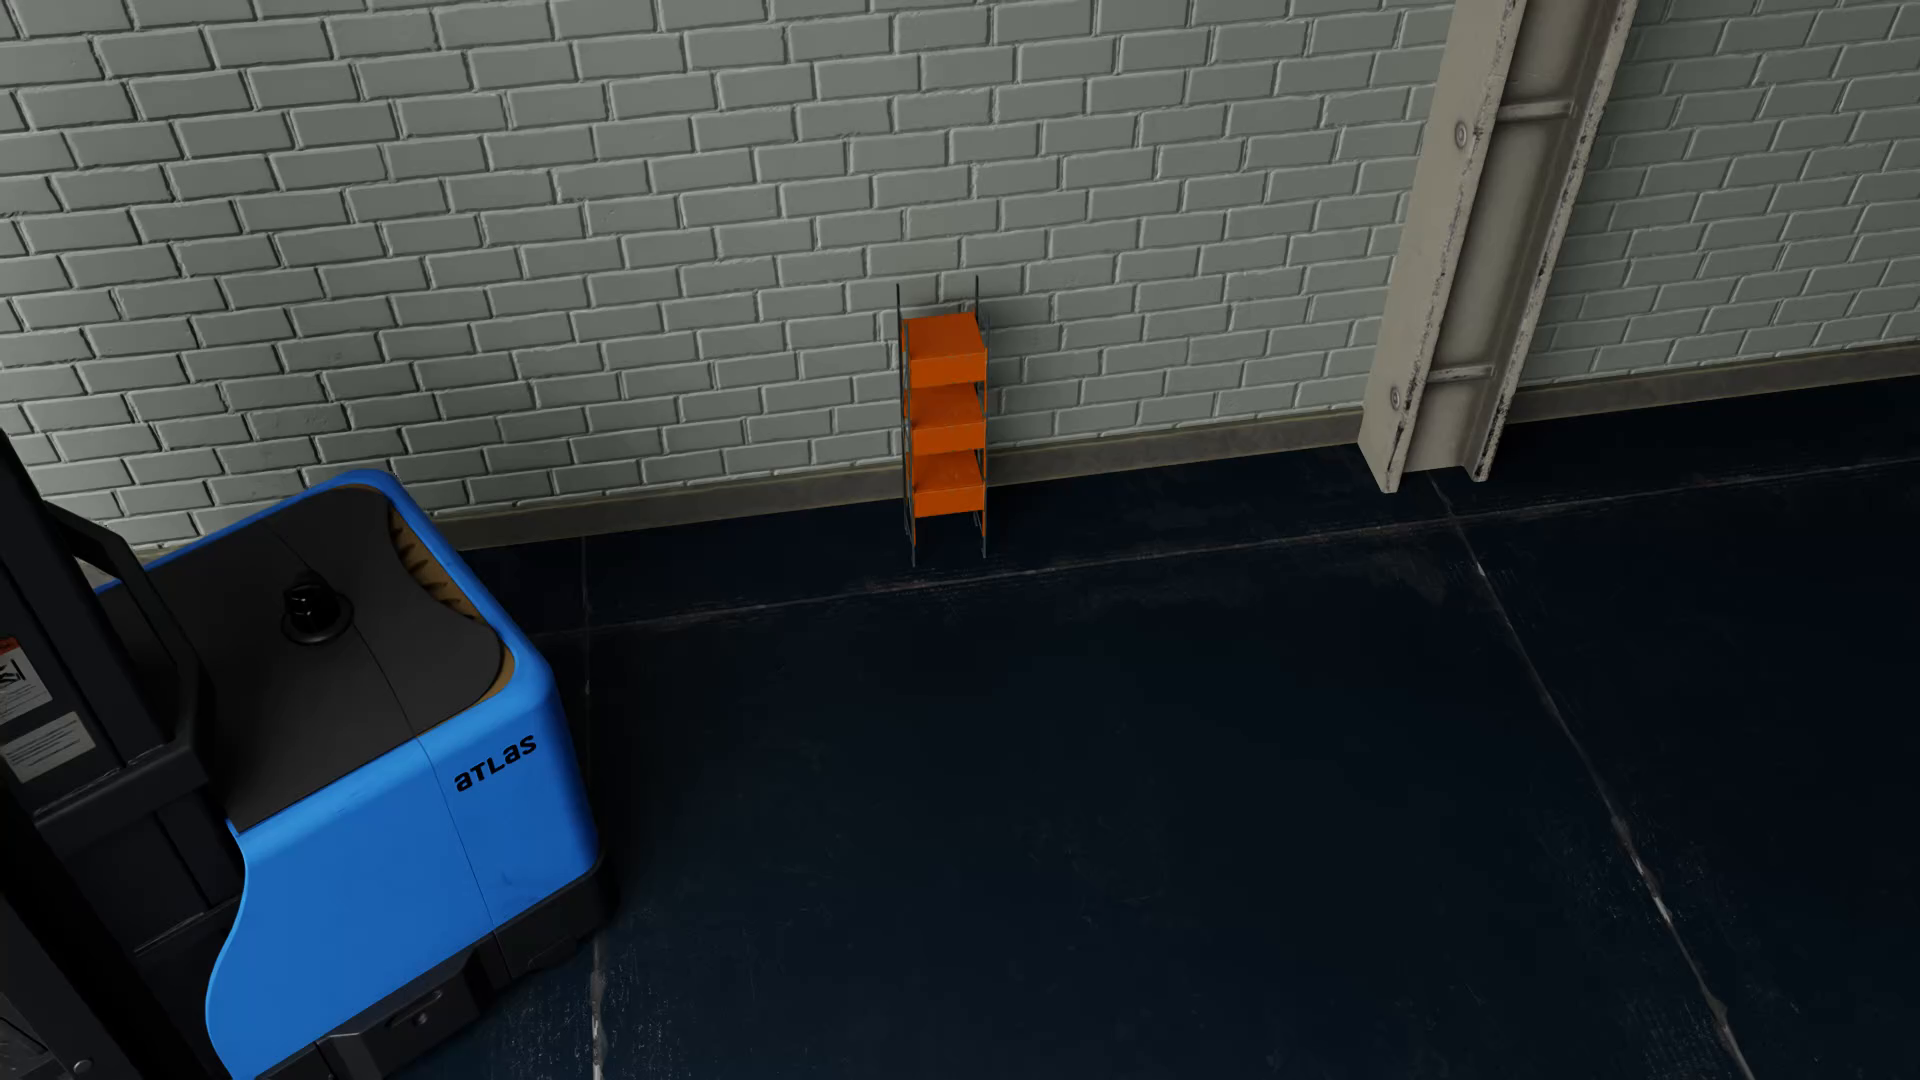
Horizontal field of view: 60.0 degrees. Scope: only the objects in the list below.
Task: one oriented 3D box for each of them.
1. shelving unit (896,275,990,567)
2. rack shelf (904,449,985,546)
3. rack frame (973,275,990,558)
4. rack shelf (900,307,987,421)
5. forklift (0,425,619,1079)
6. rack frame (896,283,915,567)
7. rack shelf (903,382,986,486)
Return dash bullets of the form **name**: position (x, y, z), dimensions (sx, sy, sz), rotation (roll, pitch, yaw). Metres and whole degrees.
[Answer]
- **shelving unit**: position (-0.053, -0.358, 5.366), dimensions (0.252, 1.050, 0.215), rotation (-7, 46, -7)
- **rack shelf**: position (-0.053, -0.158, 5.573), dimensions (0.240, 0.259, 0.215), rotation (-7, 46, -7)
- **rack frame**: position (0.067, -0.373, 5.380), dimensions (0.008, 1.050, 0.200), rotation (-7, 46, -7)
- **rack shelf**: position (-0.053, -0.547, 5.169), dimensions (0.240, 0.259, 0.215), rotation (-7, 46, -7)
- **forklift**: position (-2.424, 0.447, 3.284), dimensions (3.031, 2.935, 1.130), rotation (-30, 53, -26)
- **rack frame**: position (-0.173, -0.343, 5.351), dimensions (0.008, 1.050, 0.200), rotation (-7, 46, -7)
- **rack shelf**: position (-0.053, -0.350, 5.373), dimensions (0.240, 0.259, 0.215), rotation (-7, 46, -7)
